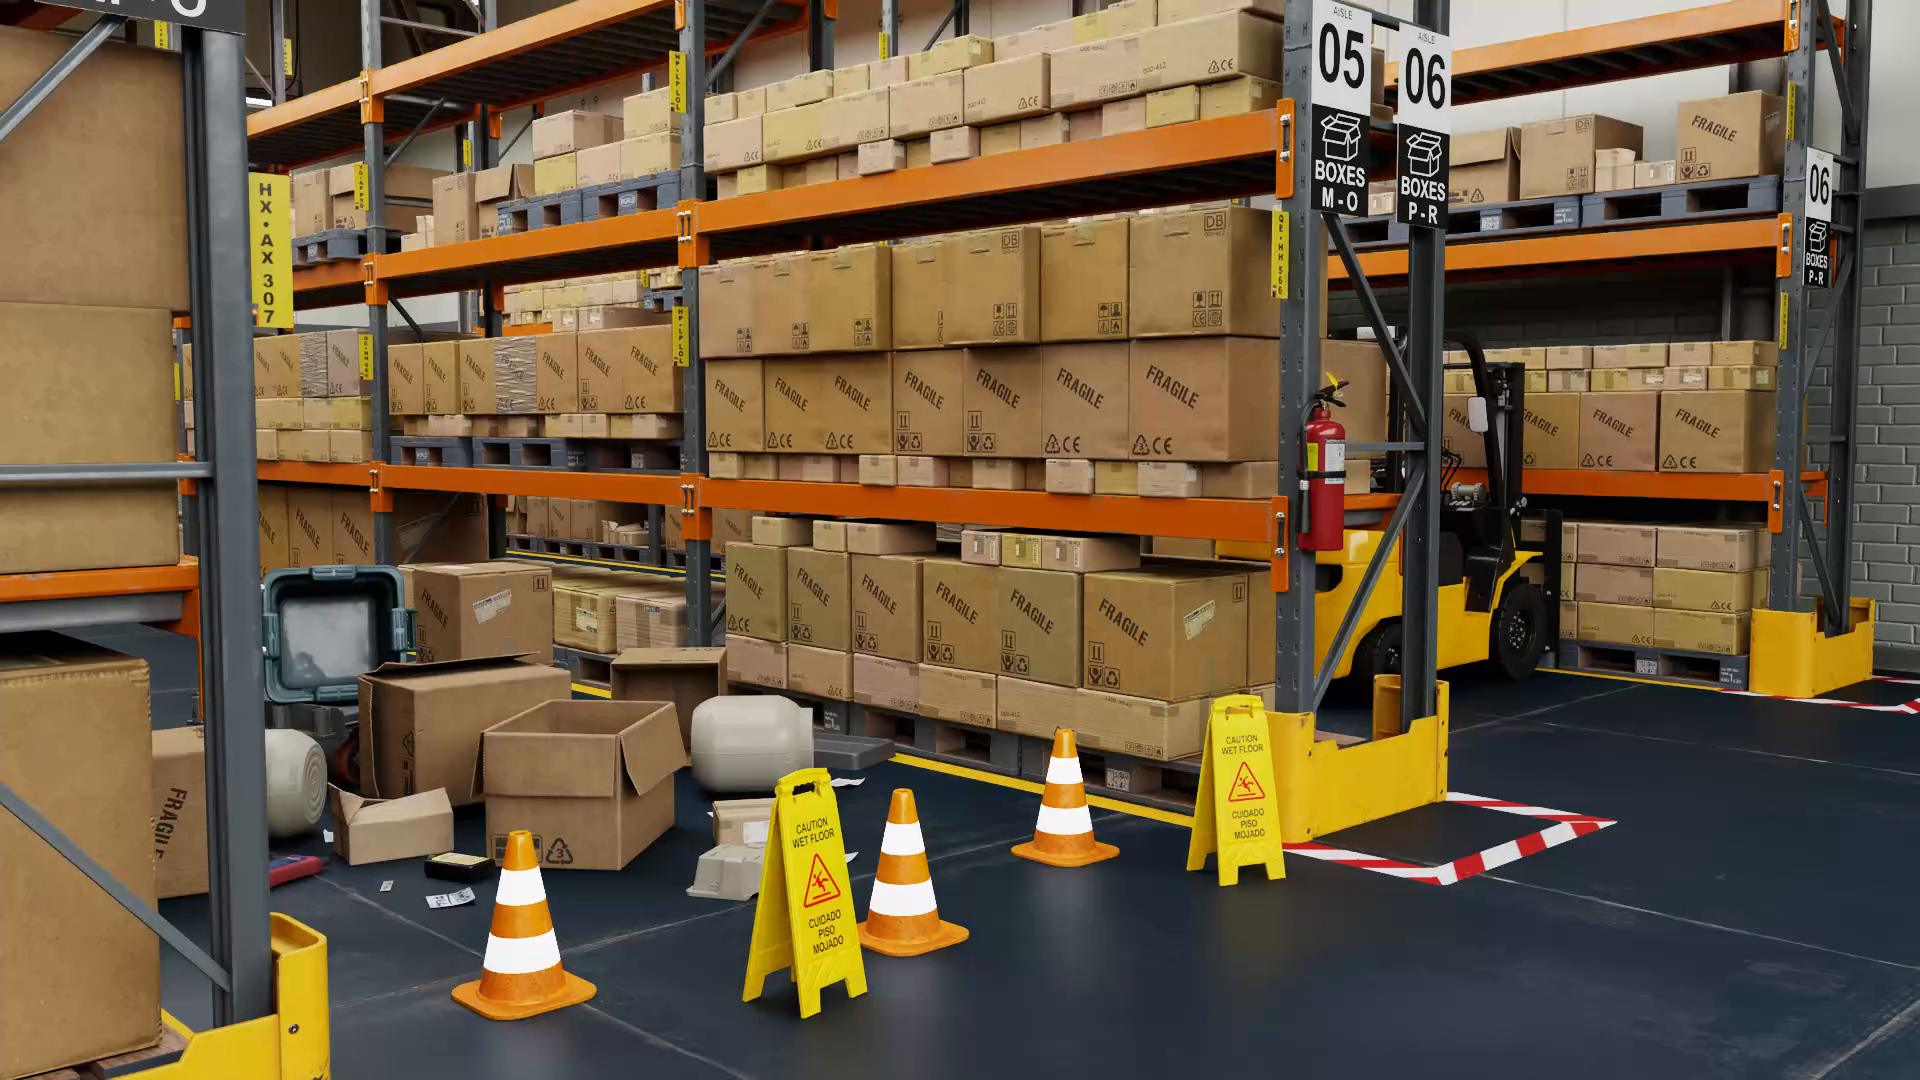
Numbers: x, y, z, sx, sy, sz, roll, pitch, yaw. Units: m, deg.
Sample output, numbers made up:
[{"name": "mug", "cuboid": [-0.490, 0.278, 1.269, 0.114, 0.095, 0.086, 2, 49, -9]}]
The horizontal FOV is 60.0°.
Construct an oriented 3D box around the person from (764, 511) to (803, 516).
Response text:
[{"name": "person", "cuboid": [-1.211, -0.043, 11.896, 0.425, 1.625, 0.556, 4, 5, 43]}]
